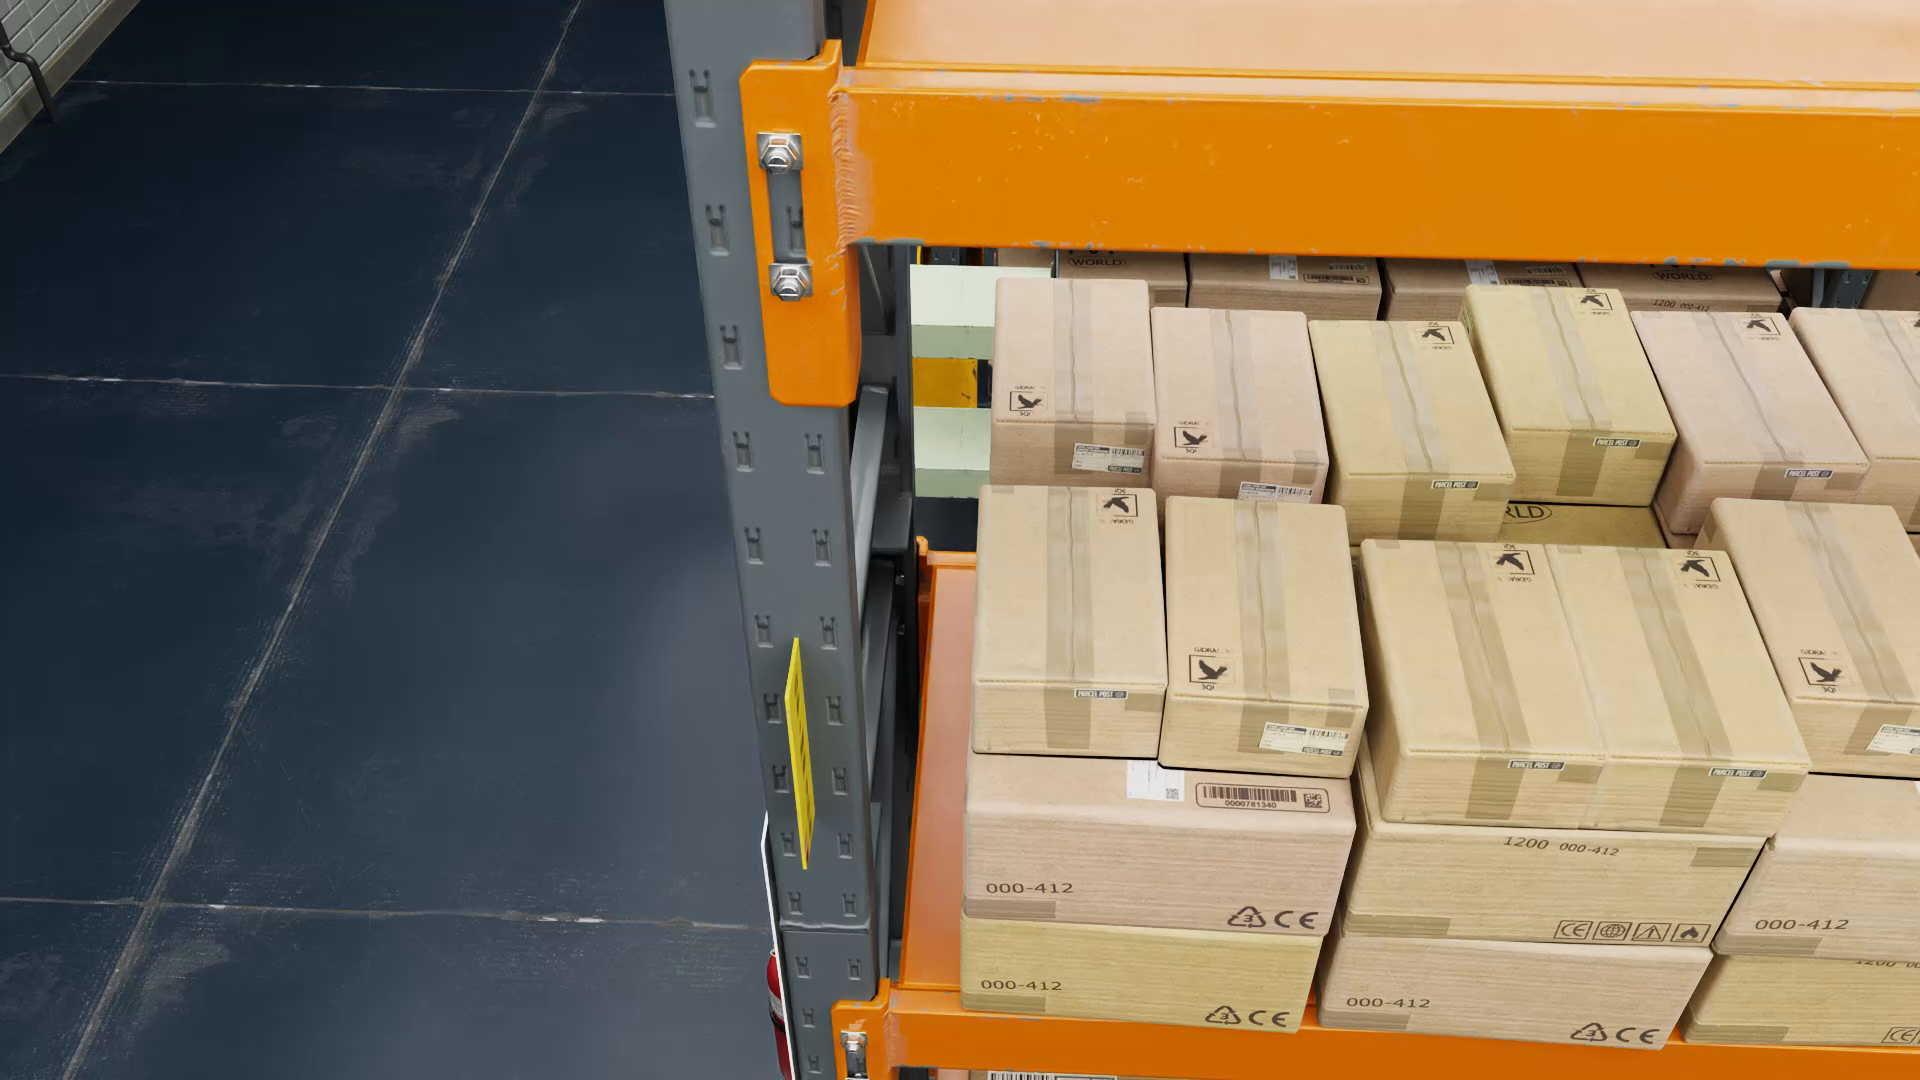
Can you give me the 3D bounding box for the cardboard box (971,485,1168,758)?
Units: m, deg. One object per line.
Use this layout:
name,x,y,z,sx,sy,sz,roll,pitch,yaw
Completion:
cardboard box,0.146,0.103,2.274,0.250,0.149,0.380,1,43,2

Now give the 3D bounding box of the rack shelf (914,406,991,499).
rack shelf,0.007,-0.310,7.046,0.720,0.370,0.431,2,43,2

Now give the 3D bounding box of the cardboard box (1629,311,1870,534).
cardboard box,1.195,-0.187,2.585,0.250,0.149,0.380,1,43,1

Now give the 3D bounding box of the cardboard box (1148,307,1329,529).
cardboard box,0.420,-0.192,2.591,0.250,0.149,0.380,2,43,3

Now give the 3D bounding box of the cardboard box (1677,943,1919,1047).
cardboard box,1.310,0.481,2.528,0.500,0.250,0.500,0,43,1

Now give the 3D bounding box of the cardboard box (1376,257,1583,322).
cardboard box,2.433,-1.277,8.077,0.875,0.438,0.875,1,43,1

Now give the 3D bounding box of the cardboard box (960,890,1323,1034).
cardboard box,0.269,0.455,2.556,0.500,0.250,0.500,3,43,3

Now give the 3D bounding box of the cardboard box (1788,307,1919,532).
cardboard box,1.456,-0.191,2.590,0.250,0.149,0.380,3,43,3

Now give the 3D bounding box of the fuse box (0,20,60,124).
fuse box,-5.439,-3.176,9.489,0.414,1.711,0.539,2,43,2

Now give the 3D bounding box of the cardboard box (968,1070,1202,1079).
cardboard box,0.269,0.993,3.044,0.500,0.500,0.500,2,43,2

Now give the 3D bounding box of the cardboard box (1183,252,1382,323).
cardboard box,1.533,-1.306,8.108,0.875,0.438,0.875,3,43,3

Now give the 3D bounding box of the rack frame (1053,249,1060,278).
rack frame,0.372,-0.537,6.812,0.023,1.500,0.400,2,43,2

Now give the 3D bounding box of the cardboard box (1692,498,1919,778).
cardboard box,1.172,0.125,2.250,0.250,0.149,0.380,3,43,3

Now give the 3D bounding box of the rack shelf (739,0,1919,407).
rack shelf,1.830,-0.560,1.864,4.000,0.370,1.077,2,43,2

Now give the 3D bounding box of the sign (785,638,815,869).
sign,-0.192,0.262,2.012,0.005,0.325,0.100,2,43,2

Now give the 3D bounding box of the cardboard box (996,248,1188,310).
cardboard box,0.618,-1.328,8.132,0.875,0.438,0.875,0,43,0

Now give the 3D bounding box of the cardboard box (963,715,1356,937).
cardboard box,0.269,0.275,2.382,0.500,0.250,0.500,2,43,3

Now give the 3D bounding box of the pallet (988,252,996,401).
pallet,0.757,-1.072,8.332,1.213,0.211,1.003,2,43,2

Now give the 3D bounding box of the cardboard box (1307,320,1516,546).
cardboard box,0.676,-0.170,2.567,0.250,0.149,0.380,1,43,1

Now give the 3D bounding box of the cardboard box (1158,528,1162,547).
cardboard box,0.304,-0.075,2.758,0.500,0.250,0.500,1,43,1

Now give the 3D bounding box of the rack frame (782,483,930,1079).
rack frame,-0.168,1.310,3.729,0.127,3.000,1.000,2,43,2

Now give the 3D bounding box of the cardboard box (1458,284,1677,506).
cardboard box,0.945,-0.236,2.638,0.250,0.149,0.380,2,43,3

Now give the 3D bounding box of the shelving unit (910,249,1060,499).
shelving unit,0.007,-0.549,6.824,0.755,1.500,0.431,2,43,2

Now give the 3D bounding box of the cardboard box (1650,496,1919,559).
cardboard box,1.326,-0.043,2.723,0.500,0.250,0.500,2,43,3

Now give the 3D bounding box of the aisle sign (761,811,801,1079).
aisle sign,-0.254,0.560,2.626,0.004,0.787,0.394,2,43,2

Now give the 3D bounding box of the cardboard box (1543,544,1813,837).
cardboard box,0.910,0.189,2.182,0.250,0.149,0.380,2,43,2

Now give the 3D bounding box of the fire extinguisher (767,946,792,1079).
fire extinguisher,-0.399,1.152,4.228,0.183,0.674,0.296,2,43,2

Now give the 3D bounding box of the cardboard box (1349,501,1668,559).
cardboard box,0.815,-0.060,2.742,0.500,0.250,0.500,1,43,1

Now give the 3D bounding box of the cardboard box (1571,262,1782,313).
cardboard box,3.328,-1.250,8.048,0.875,0.438,0.875,1,43,1

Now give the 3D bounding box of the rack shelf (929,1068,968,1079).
rack shelf,1.830,1.634,3.908,4.000,0.370,1.077,2,43,2

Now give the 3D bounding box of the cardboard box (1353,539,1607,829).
cardboard box,0.667,0.181,2.190,0.250,0.149,0.380,2,43,2

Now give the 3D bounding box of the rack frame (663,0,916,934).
rack frame,-0.168,-0.885,1.684,0.127,3.000,1.000,2,43,2

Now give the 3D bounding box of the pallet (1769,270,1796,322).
pallet,4.724,-0.949,8.199,1.213,0.211,1.003,2,43,2

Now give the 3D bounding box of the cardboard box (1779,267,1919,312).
cardboard box,4.573,-1.353,7.838,0.875,0.875,0.875,3,43,3

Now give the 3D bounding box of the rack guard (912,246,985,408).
rack guard,-0.070,-1.150,8.203,0.348,0.500,1.175,2,43,2

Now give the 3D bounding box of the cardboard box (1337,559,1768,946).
cardboard box,0.781,0.290,2.366,0.500,0.250,0.500,1,43,1

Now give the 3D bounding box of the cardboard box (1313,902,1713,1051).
cardboard box,0.795,0.474,2.535,0.500,0.250,0.500,3,43,3

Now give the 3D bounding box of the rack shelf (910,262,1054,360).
rack shelf,0.007,-0.834,6.558,0.720,0.370,0.431,2,43,2

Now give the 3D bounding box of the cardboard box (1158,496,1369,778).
cardboard box,0.399,0.123,2.253,0.250,0.149,0.380,3,43,4

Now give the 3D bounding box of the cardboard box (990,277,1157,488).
cardboard box,0.178,-0.252,2.655,0.250,0.149,0.380,1,43,2

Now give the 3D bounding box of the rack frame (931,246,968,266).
rack frame,-0.046,-2.064,7.350,0.127,3.000,1.000,2,43,2

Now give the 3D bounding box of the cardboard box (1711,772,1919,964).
cardboard box,1.285,0.313,2.341,0.500,0.250,0.500,2,43,2

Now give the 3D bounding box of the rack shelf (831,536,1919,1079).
rack shelf,1.830,0.537,2.886,4.000,0.370,1.077,2,43,2

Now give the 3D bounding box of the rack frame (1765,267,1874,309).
rack frame,3.950,-1.941,7.219,0.127,3.000,1.000,2,43,2
